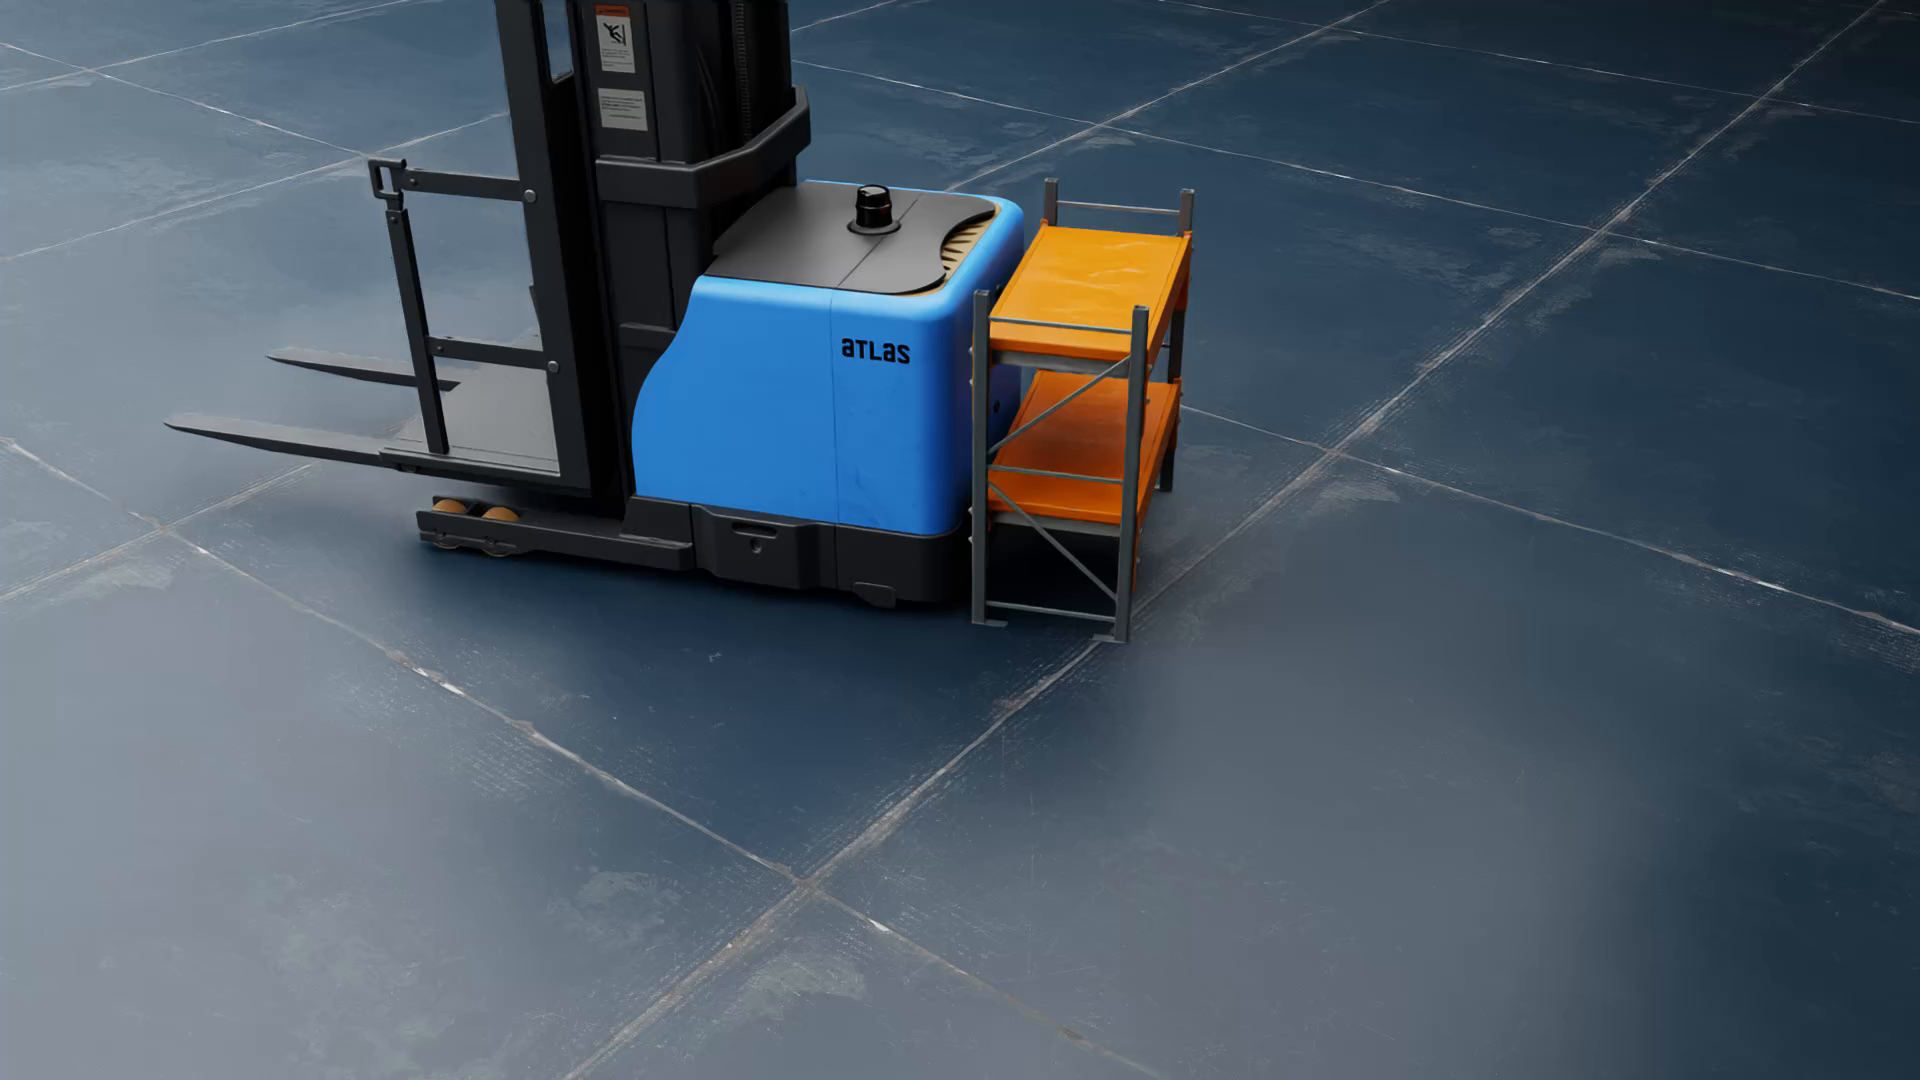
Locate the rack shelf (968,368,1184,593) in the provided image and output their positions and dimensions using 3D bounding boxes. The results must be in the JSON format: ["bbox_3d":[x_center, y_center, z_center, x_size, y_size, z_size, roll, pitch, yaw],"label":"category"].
[{"bbox_3d":[0.406,-0.234,5.522,0.538,0.278,1.000,7,31,12],"label":"rack shelf"}]

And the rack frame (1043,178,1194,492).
[{"bbox_3d":[0.529,-0.696,5.821,0.500,1.125,0.032,7,31,12],"label":"rack frame"}]

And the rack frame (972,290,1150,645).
[{"bbox_3d":[0.284,-0.193,4.973,0.500,1.125,0.032,7,31,12],"label":"rack frame"}]

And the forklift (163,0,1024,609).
[{"bbox_3d":[-1.346,-1.452,5.325,3.031,2.935,1.130,8,32,13],"label":"forklift"}]

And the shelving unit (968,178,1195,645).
[{"bbox_3d":[0.406,-0.445,5.397,0.538,1.125,1.048,7,31,12],"label":"shelving unit"}]

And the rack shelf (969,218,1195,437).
[{"bbox_3d":[0.406,-0.696,5.248,0.538,0.278,1.000,7,31,12],"label":"rack shelf"}]
